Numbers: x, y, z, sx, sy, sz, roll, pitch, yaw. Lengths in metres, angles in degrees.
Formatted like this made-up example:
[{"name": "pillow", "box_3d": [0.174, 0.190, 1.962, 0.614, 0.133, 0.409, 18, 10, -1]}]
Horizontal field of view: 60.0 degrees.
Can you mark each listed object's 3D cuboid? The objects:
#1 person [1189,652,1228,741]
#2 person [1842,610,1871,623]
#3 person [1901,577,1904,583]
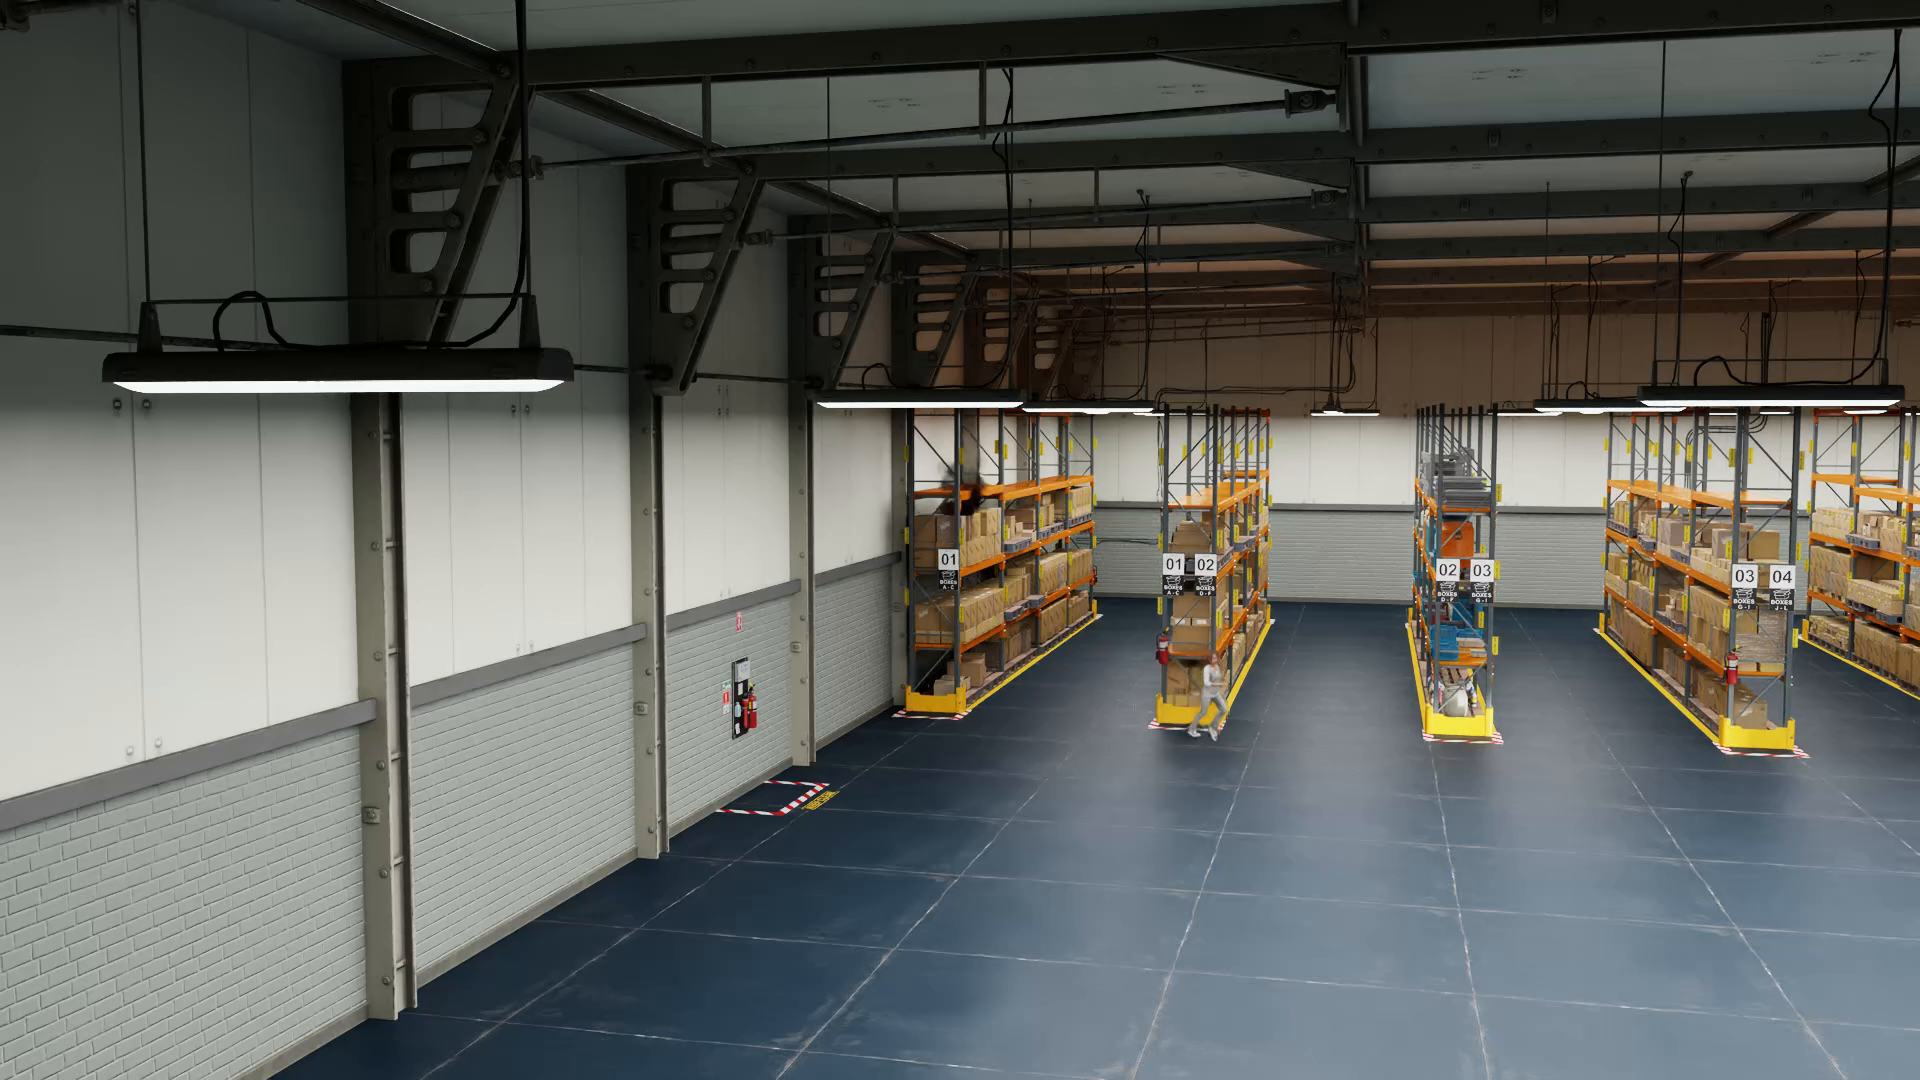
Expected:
[{"name": "person", "box_3d": [4.449, 2.764, 29.478, 0.551, 1.589, 0.808, -4, 6, -41]}, {"name": "person", "box_3d": [23.670, 1.629, 43.906, 0.876, 1.844, 0.643, 0, 4, 5]}, {"name": "person", "box_3d": [23.683, 1.802, 41.746, 0.675, 1.794, 0.746, 0, 4, 3]}]
